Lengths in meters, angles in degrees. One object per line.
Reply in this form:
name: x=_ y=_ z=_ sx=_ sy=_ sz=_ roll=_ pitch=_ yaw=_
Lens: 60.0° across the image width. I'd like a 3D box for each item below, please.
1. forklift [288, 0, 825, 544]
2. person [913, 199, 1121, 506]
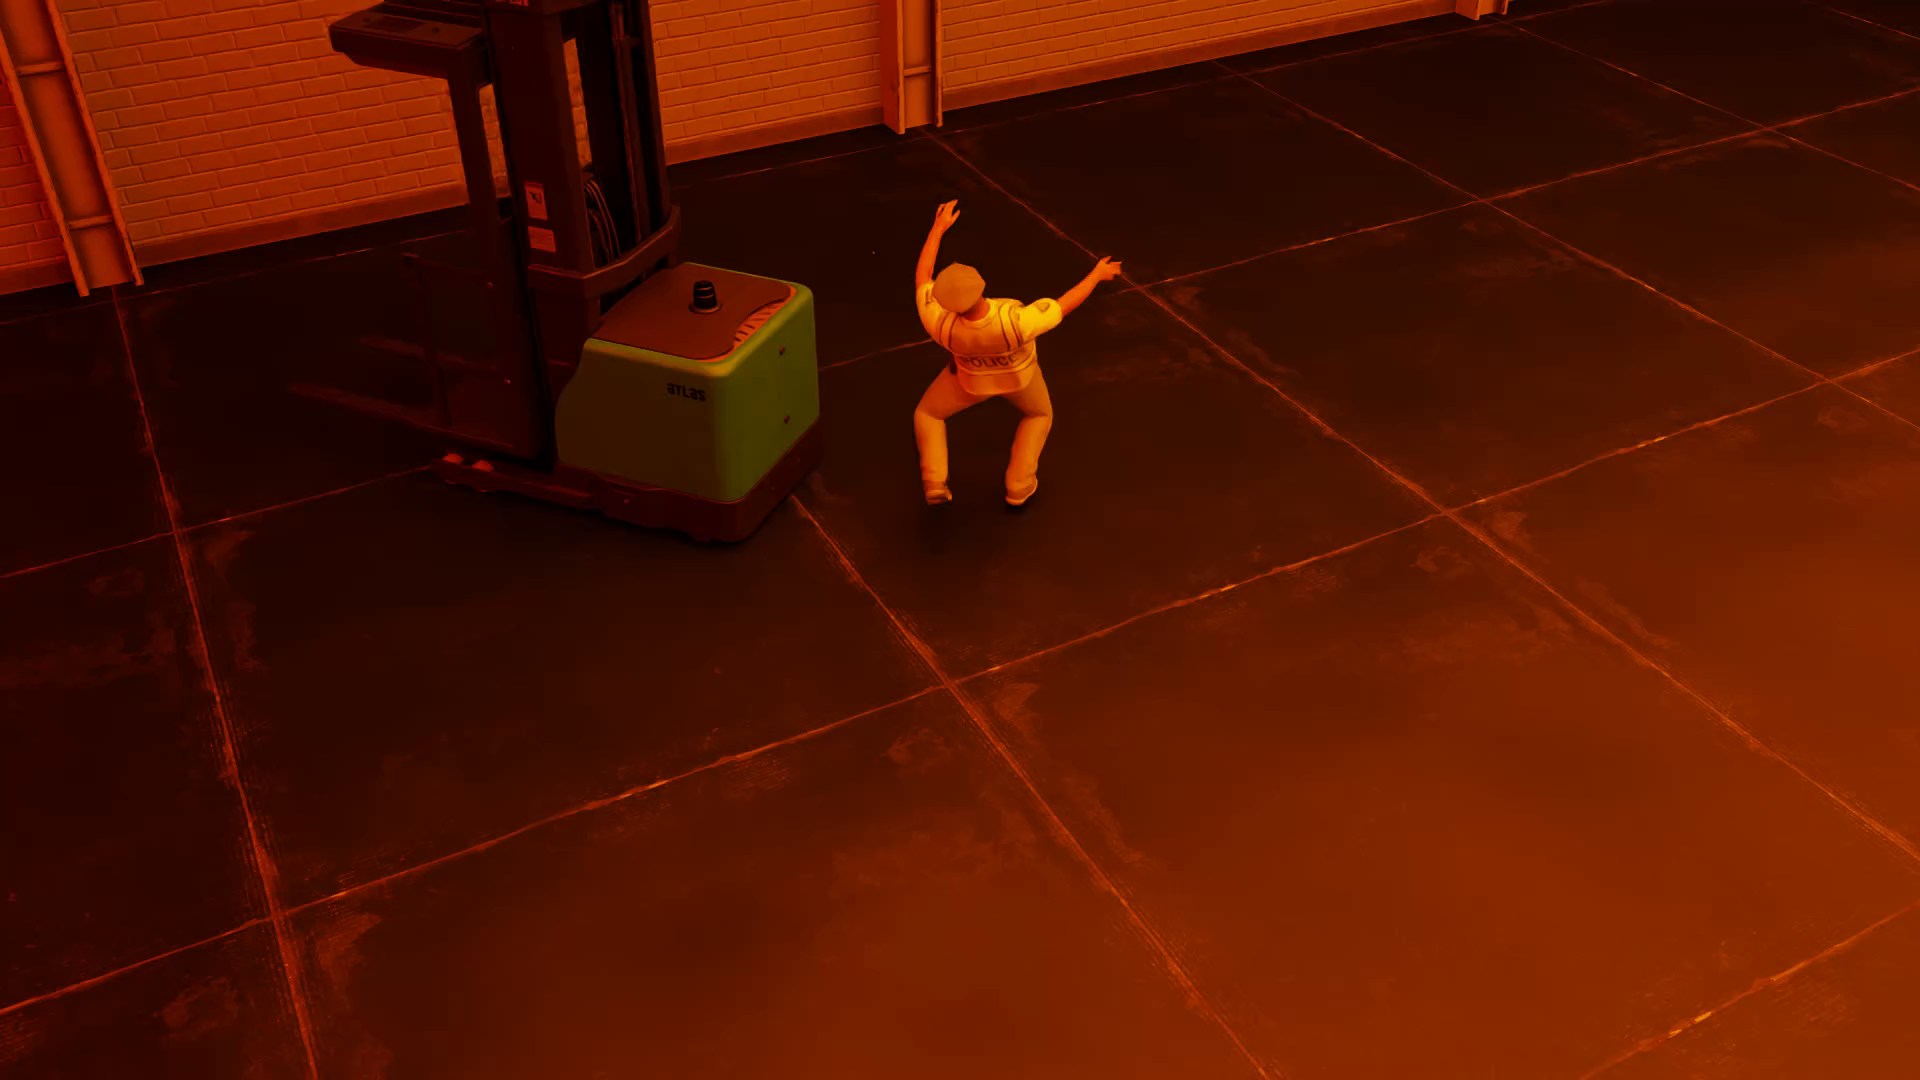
forklift: x=-2.318 y=-1.724 z=8.562 sx=3.031 sy=2.935 sz=1.130 roll=14 pitch=37 yaw=18
person: x=0.302 y=-0.865 z=8.489 sx=1.071 sy=1.594 sz=0.737 roll=-3 pitch=35 yaw=-4
